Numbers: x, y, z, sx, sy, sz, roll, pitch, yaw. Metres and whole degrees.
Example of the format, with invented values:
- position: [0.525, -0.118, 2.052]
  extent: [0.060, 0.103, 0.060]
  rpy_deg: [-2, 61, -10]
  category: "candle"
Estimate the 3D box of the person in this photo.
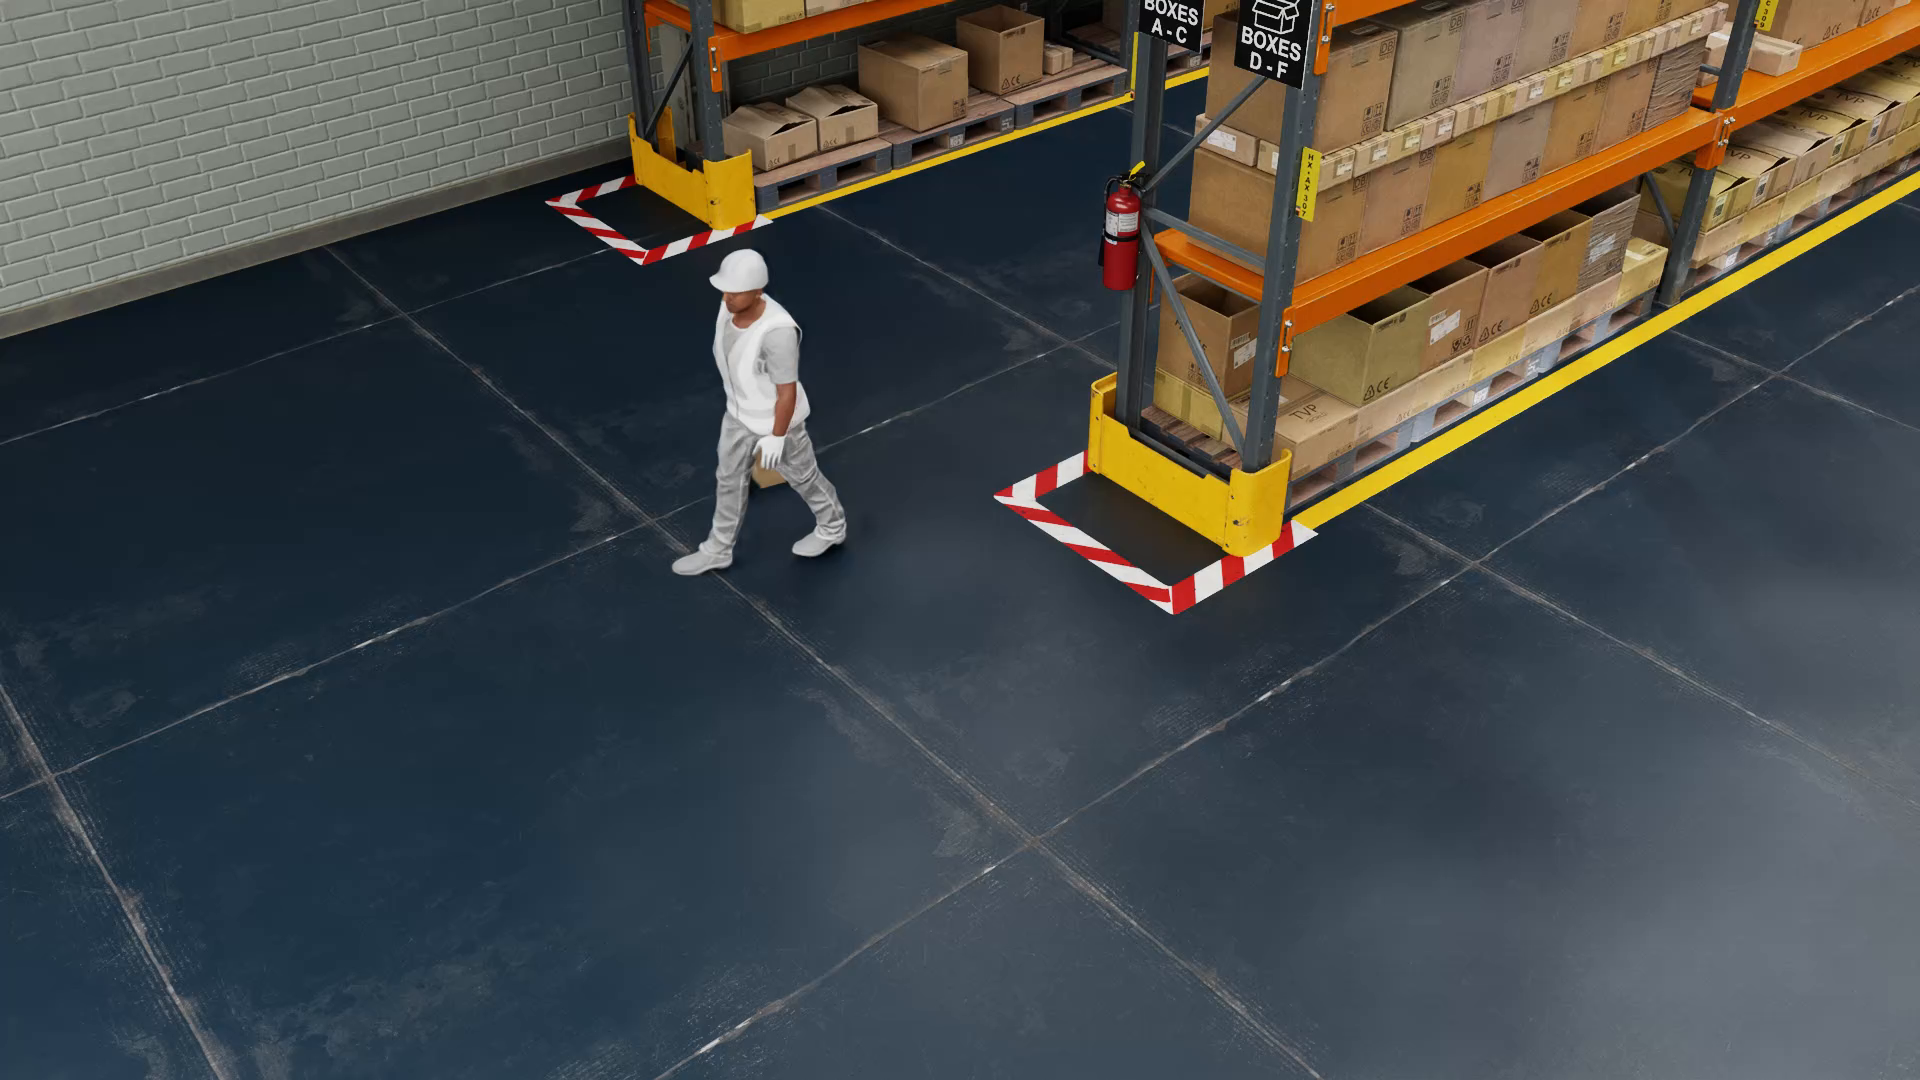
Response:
- position: [-0.951, -0.587, 7.872]
  extent: [0.829, 1.769, 0.608]
  rpy_deg: [-26, 43, -32]
  category: "person"
